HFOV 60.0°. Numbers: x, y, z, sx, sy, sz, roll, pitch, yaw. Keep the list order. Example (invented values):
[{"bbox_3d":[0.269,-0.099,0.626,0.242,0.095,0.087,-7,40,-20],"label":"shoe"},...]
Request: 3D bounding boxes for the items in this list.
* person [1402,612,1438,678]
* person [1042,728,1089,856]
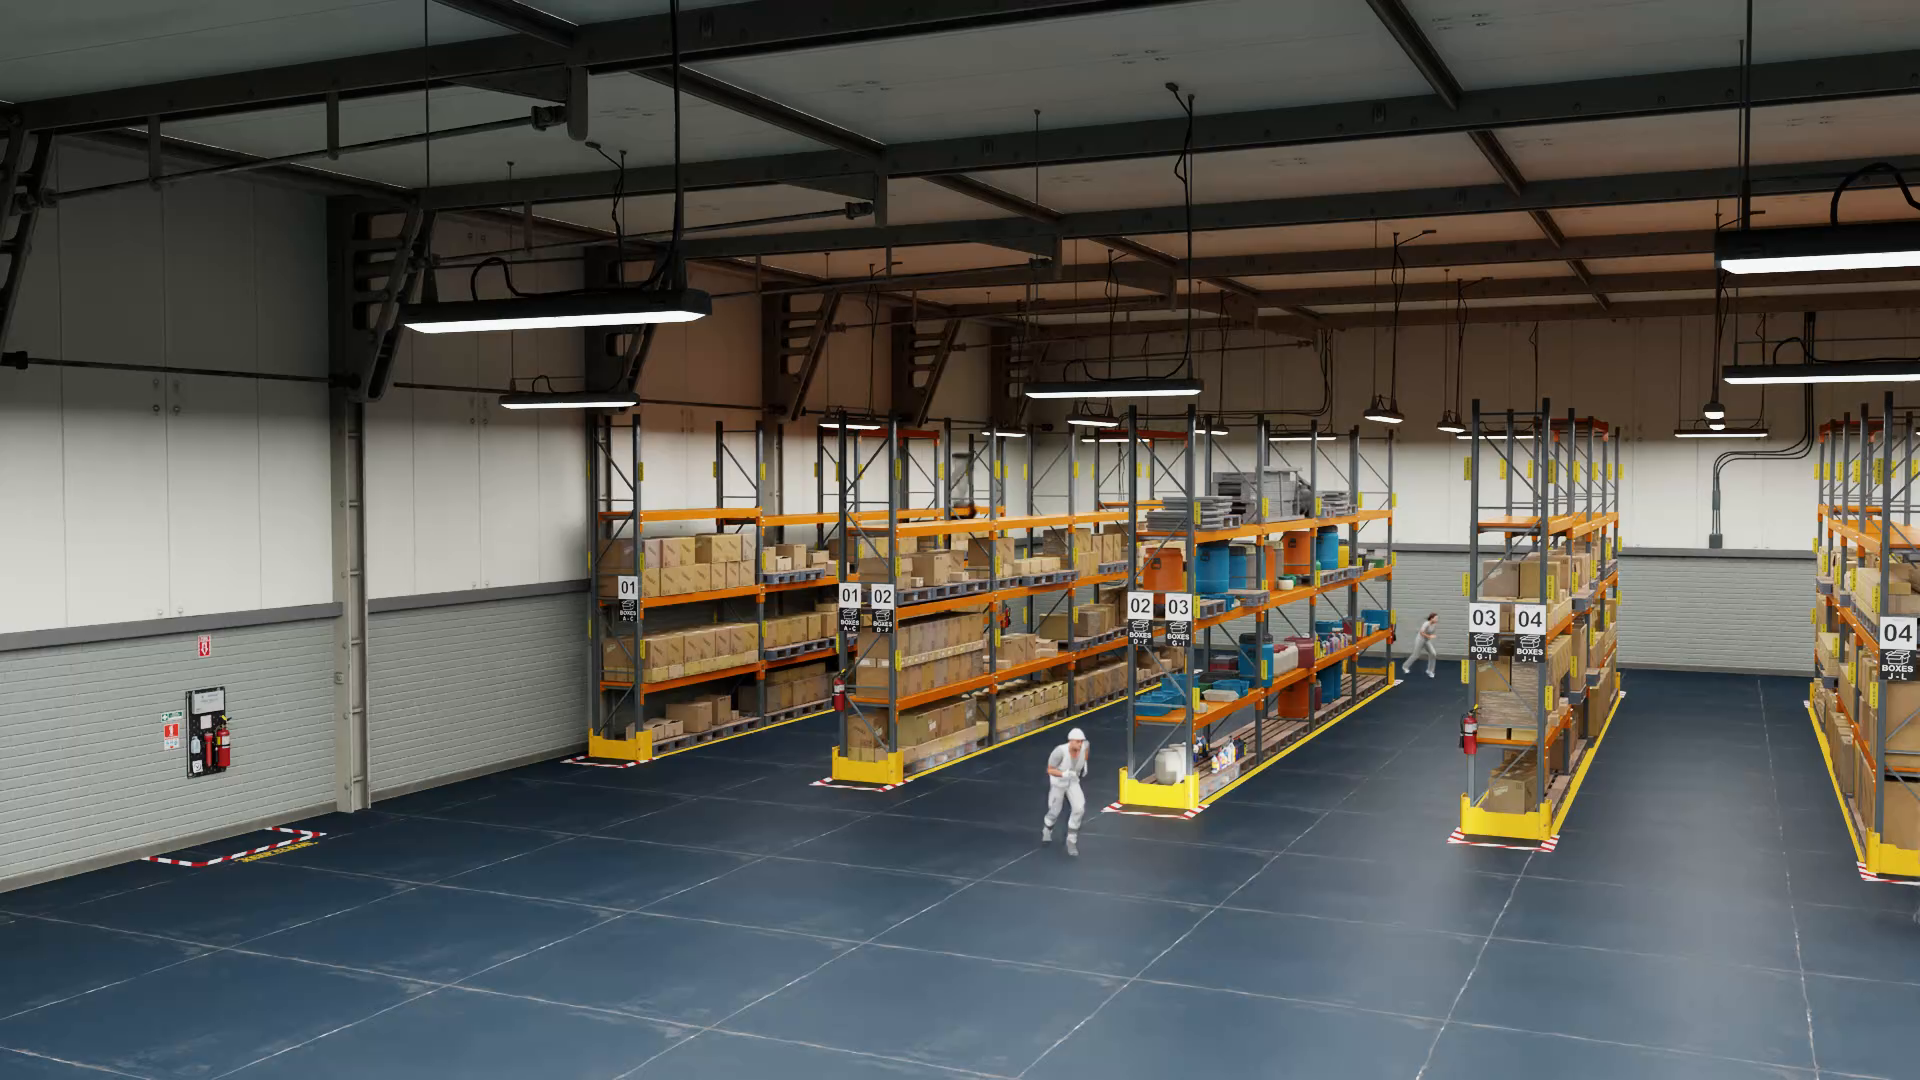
[{"bbox_3d":[11.268,2.562,40.716,0.954,1.626,0.606,2,3,44],"label":"person"},{"bbox_3d":[1.377,3.287,21.919,0.684,1.714,1.016,-1,3,-25],"label":"person"}]
